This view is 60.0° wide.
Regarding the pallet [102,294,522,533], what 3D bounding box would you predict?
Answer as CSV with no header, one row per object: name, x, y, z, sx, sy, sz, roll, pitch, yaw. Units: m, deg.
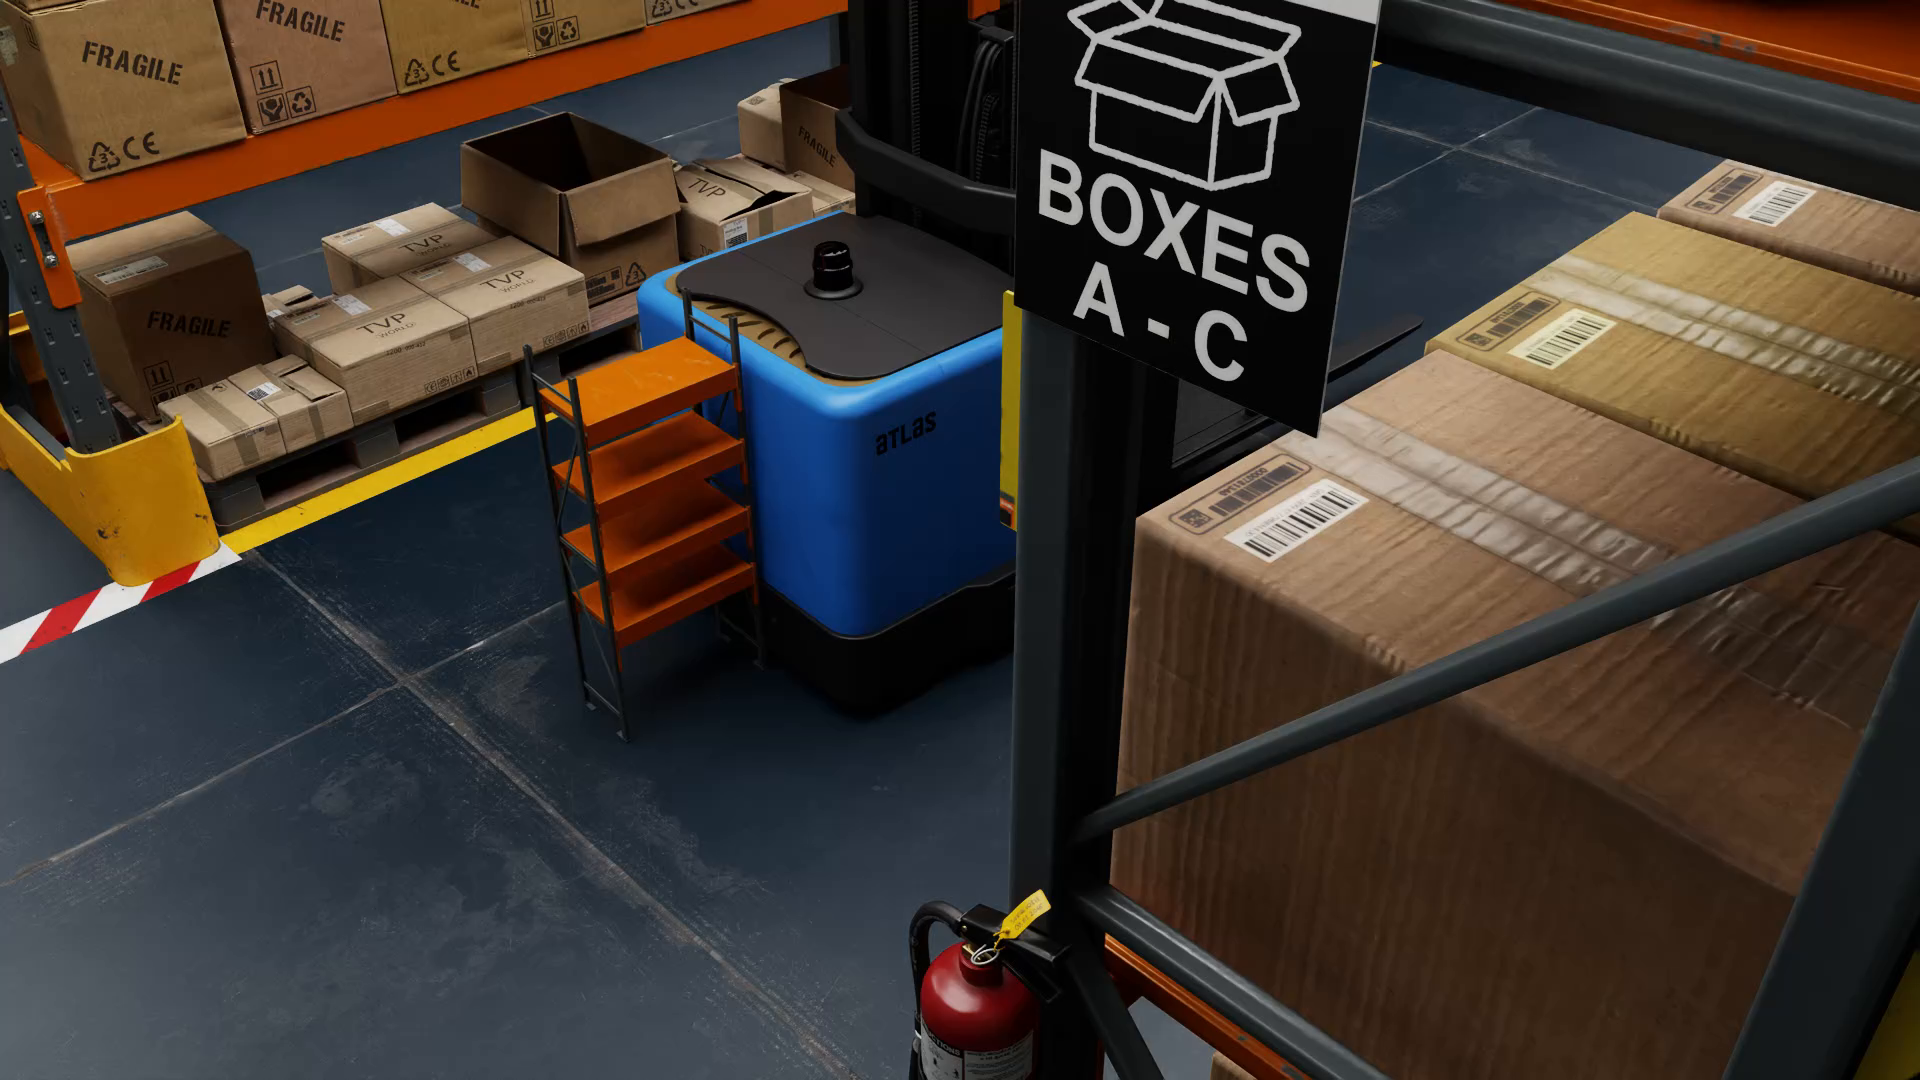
pallet,-2.441,-0.547,6.243,1.003,0.211,1.213,30,45,35

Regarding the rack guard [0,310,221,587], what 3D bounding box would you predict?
rack guard,-3.002,-0.341,5.695,1.175,0.500,0.348,30,45,35

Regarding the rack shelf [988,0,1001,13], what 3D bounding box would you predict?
rack shelf,1.172,-3.476,8.634,1.077,0.370,4.000,30,45,35

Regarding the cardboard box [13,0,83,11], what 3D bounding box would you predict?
cardboard box,-2.556,-1.861,4.727,0.500,0.500,0.500,-28,44,-34

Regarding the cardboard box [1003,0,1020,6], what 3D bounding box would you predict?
cardboard box,0.261,-2.628,8.589,0.500,0.500,0.500,-30,45,-35

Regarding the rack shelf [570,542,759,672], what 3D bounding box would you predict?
rack shelf,-0.855,0.166,4.821,0.480,0.148,0.258,-27,43,-33

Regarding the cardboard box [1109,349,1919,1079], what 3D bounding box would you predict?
cardboard box,0.815,0.325,2.292,0.700,0.700,0.980,-28,43,-34

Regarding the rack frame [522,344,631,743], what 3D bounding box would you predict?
rack frame,-1.036,0.041,4.535,0.015,1.200,0.240,-27,43,-33

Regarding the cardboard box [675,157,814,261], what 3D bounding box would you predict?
cardboard box,-0.966,-1.387,6.976,0.500,0.311,0.500,30,45,35

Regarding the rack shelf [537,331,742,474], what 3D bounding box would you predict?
rack shelf,-0.855,-0.374,4.444,0.480,0.148,0.258,-27,43,-33

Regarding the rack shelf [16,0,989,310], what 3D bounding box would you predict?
rack shelf,-1.646,-1.852,6.306,1.077,0.370,4.000,30,45,35

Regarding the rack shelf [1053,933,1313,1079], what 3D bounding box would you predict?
rack shelf,1.872,0.143,3.446,1.077,0.370,4.000,30,45,35

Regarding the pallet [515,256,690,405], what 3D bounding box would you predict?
pallet,-1.581,-1.040,6.949,1.003,0.211,1.213,30,45,35

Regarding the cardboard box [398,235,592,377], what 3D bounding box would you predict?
cardboard box,-1.766,-0.901,6.332,0.500,0.250,0.500,30,45,35

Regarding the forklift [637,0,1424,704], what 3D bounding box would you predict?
forklift,0.468,-1.444,5.151,3.031,2.935,1.130,-27,43,-33

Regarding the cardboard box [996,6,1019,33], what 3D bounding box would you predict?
cardboard box,0.277,-2.213,7.994,0.500,0.500,0.500,27,43,33

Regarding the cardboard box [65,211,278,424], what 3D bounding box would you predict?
cardboard box,-2.847,-0.811,5.984,0.500,0.500,0.500,30,45,35

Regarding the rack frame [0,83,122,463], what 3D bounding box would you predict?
rack frame,-3.055,-1.336,4.936,1.000,3.000,0.127,30,45,35

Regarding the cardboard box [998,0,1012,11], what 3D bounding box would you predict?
cardboard box,-0.093,-2.430,8.307,0.500,0.500,0.500,29,44,35

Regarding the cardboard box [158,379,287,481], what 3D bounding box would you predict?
cardboard box,-2.516,-0.378,5.671,0.380,0.149,0.250,30,45,35

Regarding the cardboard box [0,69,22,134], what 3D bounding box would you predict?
cardboard box,-2.933,-1.668,5.326,0.500,0.500,0.500,-28,44,-34

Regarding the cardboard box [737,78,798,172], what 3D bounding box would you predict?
cardboard box,-0.686,-1.954,7.788,0.500,0.311,0.500,30,45,35

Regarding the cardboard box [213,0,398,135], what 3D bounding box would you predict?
cardboard box,-2.196,-1.662,5.317,0.500,0.500,0.500,29,44,35

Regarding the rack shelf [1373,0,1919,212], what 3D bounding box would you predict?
rack shelf,1.872,-1.088,2.587,1.077,0.370,4.000,30,45,35

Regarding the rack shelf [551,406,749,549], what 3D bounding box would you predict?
rack shelf,-0.855,-0.180,4.579,0.480,0.148,0.258,-27,43,-33

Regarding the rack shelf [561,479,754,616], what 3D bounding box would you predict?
rack shelf,-0.855,0.003,4.707,0.480,0.148,0.258,-27,43,-33

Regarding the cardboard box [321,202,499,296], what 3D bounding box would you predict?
cardboard box,-2.156,-1.082,6.591,0.500,0.250,0.500,30,45,35

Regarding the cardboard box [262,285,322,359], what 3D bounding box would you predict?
cardboard box,-2.498,-0.802,6.263,0.380,0.166,0.250,30,45,35

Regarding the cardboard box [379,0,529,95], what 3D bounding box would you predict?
cardboard box,-1.840,-1.865,5.607,0.500,0.500,0.500,29,44,35

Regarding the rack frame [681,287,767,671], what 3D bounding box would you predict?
rack frame,-0.674,-0.145,4.803,0.015,1.200,0.240,-27,43,-33

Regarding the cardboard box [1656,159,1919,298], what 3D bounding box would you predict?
cardboard box,1.863,-0.280,3.161,0.980,0.700,0.700,27,43,33

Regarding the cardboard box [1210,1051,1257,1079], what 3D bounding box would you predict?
cardboard box,0.885,1.188,3.136,0.700,0.500,0.500,30,45,35

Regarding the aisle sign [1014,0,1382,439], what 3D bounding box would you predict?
aisle sign,0.199,-0.499,1.463,0.394,0.787,0.004,30,45,35

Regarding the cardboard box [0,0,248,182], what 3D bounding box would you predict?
cardboard box,-2.556,-1.451,5.013,0.500,0.500,0.500,-29,44,-35

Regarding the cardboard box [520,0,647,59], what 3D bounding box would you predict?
cardboard box,-1.487,-2.067,5.897,0.500,0.500,0.500,-29,44,-35

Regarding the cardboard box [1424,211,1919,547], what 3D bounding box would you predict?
cardboard box,1.320,0.025,2.722,0.980,0.700,0.700,29,44,35

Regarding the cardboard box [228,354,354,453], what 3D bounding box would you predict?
cardboard box,-2.340,-0.487,5.811,0.380,0.166,0.250,30,45,35

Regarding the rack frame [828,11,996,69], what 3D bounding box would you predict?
rack frame,-0.237,-2.959,7.264,1.000,3.000,0.127,30,45,35

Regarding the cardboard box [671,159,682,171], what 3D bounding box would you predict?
cardboard box,-1.289,-1.539,7.321,0.380,0.166,0.250,30,45,35

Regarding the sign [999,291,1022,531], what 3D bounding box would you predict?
sign,0.087,-0.137,1.998,0.100,0.325,0.005,30,45,35

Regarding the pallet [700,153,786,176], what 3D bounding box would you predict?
pallet,-0.722,-1.537,7.663,1.003,0.211,1.213,30,45,35

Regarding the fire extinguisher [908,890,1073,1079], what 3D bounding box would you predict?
fire extinguisher,0.029,0.719,2.383,0.296,0.674,0.183,30,45,35

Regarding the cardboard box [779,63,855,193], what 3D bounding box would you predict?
cardboard box,-0.437,-1.769,7.358,0.500,0.500,0.500,30,45,35

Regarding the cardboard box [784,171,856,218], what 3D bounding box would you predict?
cardboard box,-0.659,-1.449,7.206,0.380,0.149,0.250,30,45,35

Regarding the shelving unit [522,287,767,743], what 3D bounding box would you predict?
shelving unit,-0.855,-0.052,4.669,0.503,1.200,0.258,-27,43,-33

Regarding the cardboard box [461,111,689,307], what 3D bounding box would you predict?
cardboard box,-1.557,-1.351,6.756,0.797,0.503,0.637,30,45,35

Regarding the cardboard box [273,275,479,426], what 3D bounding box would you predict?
cardboard box,-2.119,-0.698,6.040,0.500,0.250,0.500,30,45,35

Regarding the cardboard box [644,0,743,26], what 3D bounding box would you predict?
cardboard box,-1.130,-2.275,6.195,0.500,0.500,0.500,-29,44,-35

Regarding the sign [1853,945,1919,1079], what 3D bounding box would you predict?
sign,0.852,0.498,1.481,0.100,0.325,0.005,30,45,35
